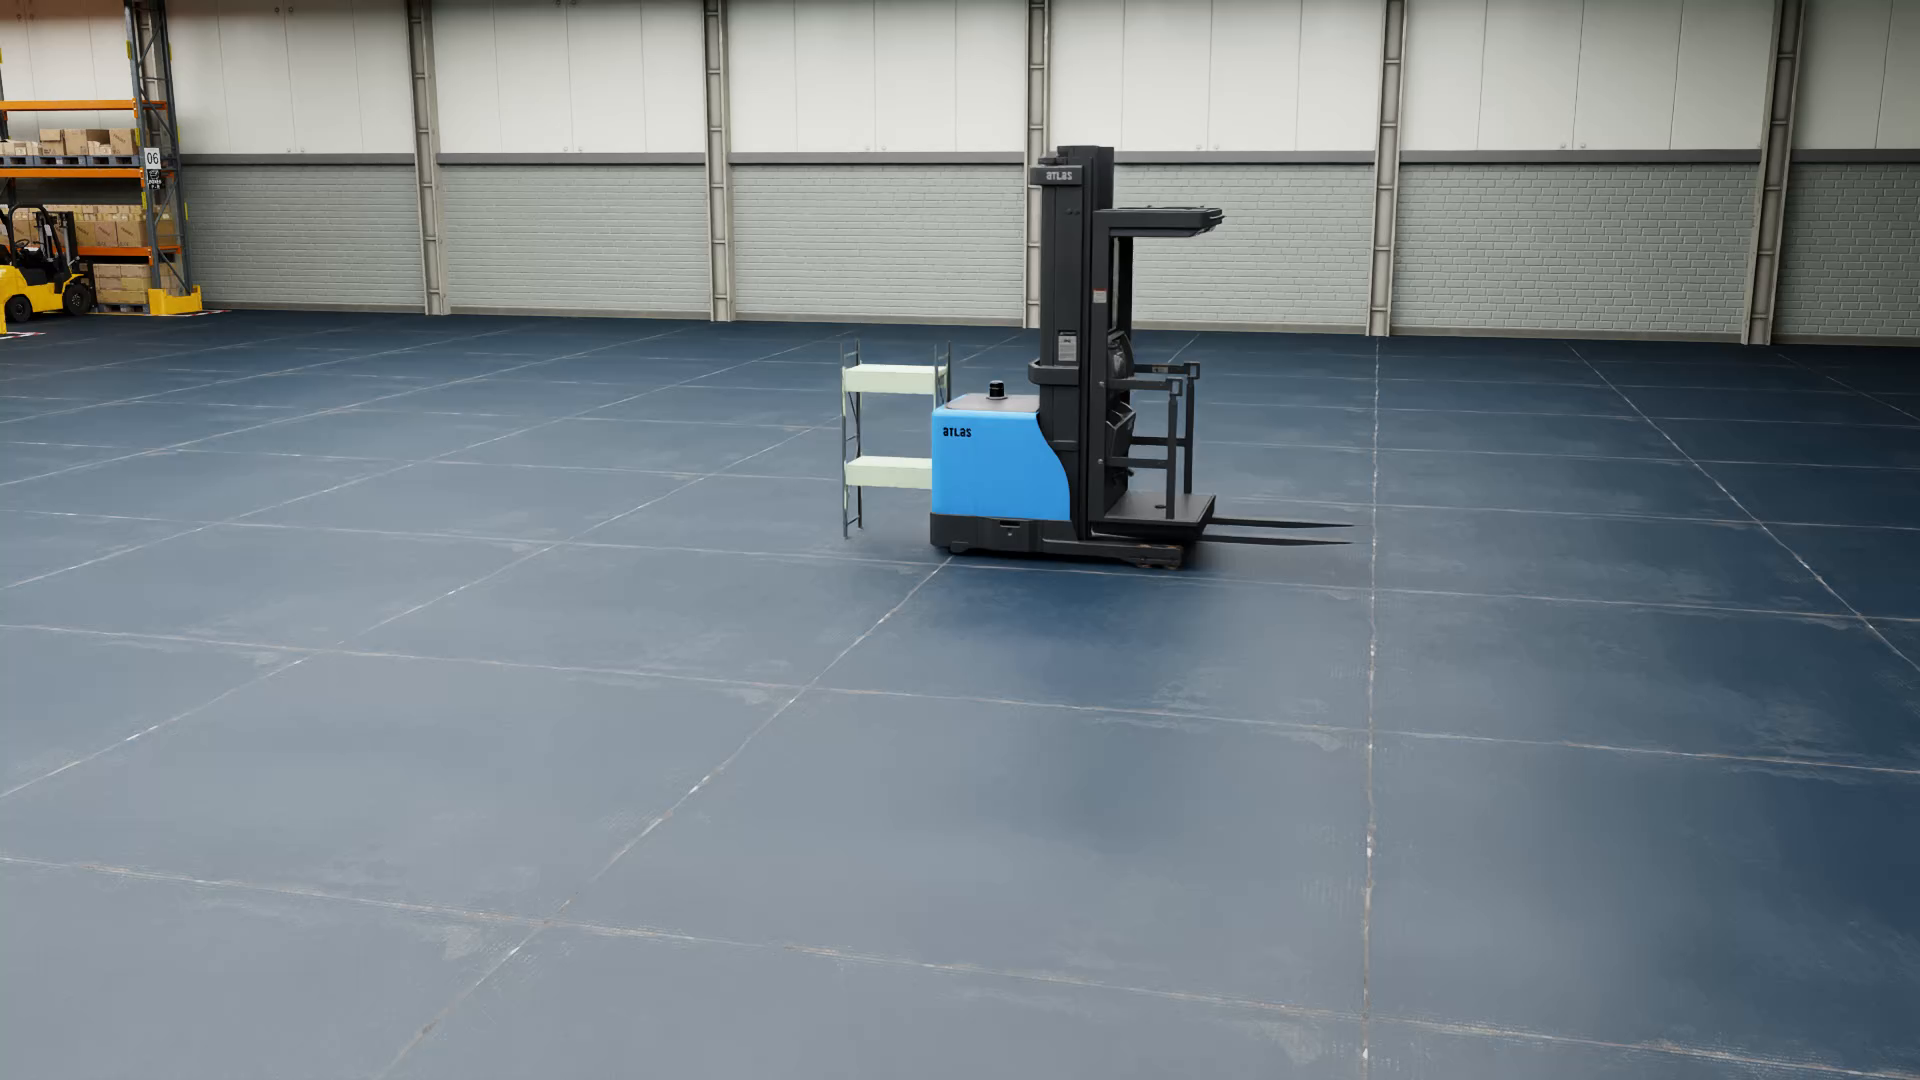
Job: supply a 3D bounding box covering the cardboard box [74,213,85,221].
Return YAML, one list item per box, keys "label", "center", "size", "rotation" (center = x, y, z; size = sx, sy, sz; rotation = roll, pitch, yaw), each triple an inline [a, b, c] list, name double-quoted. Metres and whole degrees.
- label: "cardboard box"
  center: [-17.313, -6.392, 32.890]
  size: [0.255, 0.149, 0.383]
  rotation: [3, 13, 15]

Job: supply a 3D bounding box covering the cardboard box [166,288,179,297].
- label: "cardboard box"
  center: [-16.577, -5.768, 33.406]
  size: [1.525, 1.888, 0.565]
  rotation: [3, 13, 14]

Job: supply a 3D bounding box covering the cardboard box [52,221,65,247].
- label: "cardboard box"
  center: [-17.688, -6.104, 33.091]
  size: [0.500, 0.500, 0.500]
  rotation: [3, 13, 14]

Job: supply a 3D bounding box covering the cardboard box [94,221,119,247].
- label: "cardboard box"
  center: [-16.700, -6.054, 32.864]
  size: [0.500, 0.500, 0.500]
  rotation: [3, 13, 15]

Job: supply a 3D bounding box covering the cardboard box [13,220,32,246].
- label: "cardboard box"
  center: [-18.664, -6.161, 33.346]
  size: [0.500, 0.500, 0.500]
  rotation: [3, 13, 15]

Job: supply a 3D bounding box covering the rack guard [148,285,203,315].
- label: "rack guard"
  center: [-15.635, -4.784, 33.144]
  size: [0.348, 0.500, 1.175]
  rotation: [3, 13, 14]

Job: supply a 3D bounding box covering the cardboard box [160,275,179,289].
- label: "cardboard box"
  center: [-16.065, -5.181, 33.384]
  size: [0.500, 0.250, 0.500]
  rotation: [3, 13, 15]

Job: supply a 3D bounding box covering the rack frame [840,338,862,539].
- label: "rack frame"
  center: [-0.835, -0.780, 12.786]
  size: [0.023, 1.500, 0.400]
  rotation: [3, 13, 14]

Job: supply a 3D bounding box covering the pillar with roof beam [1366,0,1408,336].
- label: "pillar with roof beam"
  center: [6.151, -7.010, 23.552]
  size: [0.400, 9.000, 9.100]
  rotation: [3, 13, 14]

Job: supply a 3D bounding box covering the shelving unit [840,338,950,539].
- label: "shelving unit"
  center: [-0.484, -0.760, 12.696]
  size: [0.748, 1.500, 0.431]
  rotation: [3, 13, 14]

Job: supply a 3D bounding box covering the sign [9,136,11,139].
- label: "sign"
  center: [-26.503, -8.071, 29.939]
  size: [11.899, 2.034, 11.111]
  rotation: [3, 13, 14]

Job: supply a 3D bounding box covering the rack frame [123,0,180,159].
- label: "rack frame"
  center: [-15.658, -8.935, 32.229]
  size: [0.127, 3.000, 1.000]
  rotation: [3, 13, 14]

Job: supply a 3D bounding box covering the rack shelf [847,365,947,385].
- label: "rack shelf"
  center: [-0.481, -1.236, 12.589]
  size: [0.686, 0.124, 0.368]
  rotation: [3, 13, 14]

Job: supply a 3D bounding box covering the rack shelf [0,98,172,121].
- label: "rack shelf"
  center: [-17.600, -8.492, 32.818]
  size: [4.000, 0.370, 1.077]
  rotation: [3, 13, 14]

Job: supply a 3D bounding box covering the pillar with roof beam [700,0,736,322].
- label: "pillar with roof beam"
  center: [-5.499, -7.632, 26.359]
  size: [0.400, 9.000, 9.100]
  rotation: [3, 13, 14]

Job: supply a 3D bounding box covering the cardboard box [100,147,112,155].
- label: "cardboard box"
  center: [-16.535, -7.581, 32.431]
  size: [0.250, 0.149, 0.380]
  rotation: [3, 13, 12]

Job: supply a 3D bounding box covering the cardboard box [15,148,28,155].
- label: "cardboard box"
  center: [-18.432, -7.682, 32.888]
  size: [0.250, 0.149, 0.380]
  rotation: [3, 13, 15]

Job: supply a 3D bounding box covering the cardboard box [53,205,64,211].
- label: "cardboard box"
  center: [-17.787, -6.586, 33.078]
  size: [0.250, 0.149, 0.380]
  rotation: [3, 13, 14]

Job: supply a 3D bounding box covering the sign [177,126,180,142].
- label: "sign"
  center: [-15.519, -8.052, 32.975]
  size: [0.005, 0.325, 0.100]
  rotation: [3, 13, 14]

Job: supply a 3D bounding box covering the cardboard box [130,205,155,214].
- label: "cardboard box"
  center: [-16.056, -6.491, 32.649]
  size: [0.250, 0.149, 0.380]
  rotation: [3, 13, 14]

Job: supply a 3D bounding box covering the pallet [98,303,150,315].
- label: "pallet"
  center: [-16.410, -4.676, 33.320]
  size: [1.213, 0.211, 1.003]
  rotation: [3, 13, 14]

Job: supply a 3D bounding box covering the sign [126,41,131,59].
- label: "sign"
  center: [-15.802, -9.316, 31.608]
  size: [0.005, 0.325, 0.100]
  rotation: [3, 13, 14]

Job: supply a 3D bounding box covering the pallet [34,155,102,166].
- label: "pallet"
  center: [-17.526, -7.532, 33.037]
  size: [1.213, 0.211, 1.003]
  rotation: [3, 13, 14]

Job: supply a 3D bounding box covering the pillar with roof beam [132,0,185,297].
- label: "pillar with roof beam"
  center: [-17.149, -8.255, 29.166]
  size: [0.548, 9.000, 9.100]
  rotation: [3, 13, 14]

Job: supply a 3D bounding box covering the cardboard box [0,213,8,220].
- label: "cardboard box"
  center: [-19.043, -6.494, 33.350]
  size: [0.250, 0.149, 0.380]
  rotation: [3, 13, 15]

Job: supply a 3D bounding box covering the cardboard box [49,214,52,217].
- label: "cardboard box"
  center: [-18.059, -6.435, 33.083]
  size: [0.250, 0.149, 0.380]
  rotation: [3, 13, 12]

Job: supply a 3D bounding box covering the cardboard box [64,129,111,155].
- label: "cardboard box"
  center: [-17.117, -7.819, 32.694]
  size: [0.500, 0.500, 0.700]
  rotation: [3, 13, 14]

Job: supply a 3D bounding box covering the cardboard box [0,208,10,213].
- label: "cardboard box"
  center: [-19.023, -6.654, 33.386]
  size: [0.250, 0.149, 0.380]
  rotation: [3, 13, 14]

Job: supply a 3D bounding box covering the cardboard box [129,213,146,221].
- label: "cardboard box"
  center: [-16.062, -6.330, 32.613]
  size: [0.250, 0.149, 0.380]
  rotation: [3, 13, 14]

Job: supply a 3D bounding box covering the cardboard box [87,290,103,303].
- label: "cardboard box"
  center: [-17.154, -4.882, 33.192]
  size: [0.500, 0.250, 0.500]
  rotation: [3, 13, 14]

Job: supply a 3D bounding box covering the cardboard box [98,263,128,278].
- label: "cardboard box"
  center: [-16.677, -5.340, 32.949]
  size: [0.500, 0.250, 0.500]
  rotation: [3, 13, 15]

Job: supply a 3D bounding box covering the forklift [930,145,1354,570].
- label: "forklift"
  center: [1.352, -1.348, 12.041]
  size: [3.031, 2.935, 1.130]
  rotation: [3, 13, 14]

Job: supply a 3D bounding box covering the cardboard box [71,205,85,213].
- label: "cardboard box"
  center: [-17.319, -6.536, 32.853]
  size: [0.250, 0.149, 0.380]
  rotation: [3, 13, 15]

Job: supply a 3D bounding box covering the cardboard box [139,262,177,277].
- label: "cardboard box"
  center: [-16.079, -5.421, 33.314]
  size: [0.500, 0.250, 0.500]
  rotation: [3, 13, 13]

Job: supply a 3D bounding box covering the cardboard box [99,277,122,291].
- label: "cardboard box"
  center: [-16.690, -5.100, 33.022]
  size: [0.500, 0.250, 0.500]
  rotation: [3, 13, 13]

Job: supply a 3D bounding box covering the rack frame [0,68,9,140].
- label: "rack frame"
  center: [-19.541, -9.142, 33.164]
  size: [0.127, 3.000, 1.000]
  rotation: [3, 13, 14]

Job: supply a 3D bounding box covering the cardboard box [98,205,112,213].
- label: "cardboard box"
  center: [-16.788, -6.534, 32.842]
  size: [0.250, 0.149, 0.380]
  rotation: [3, 13, 14]
